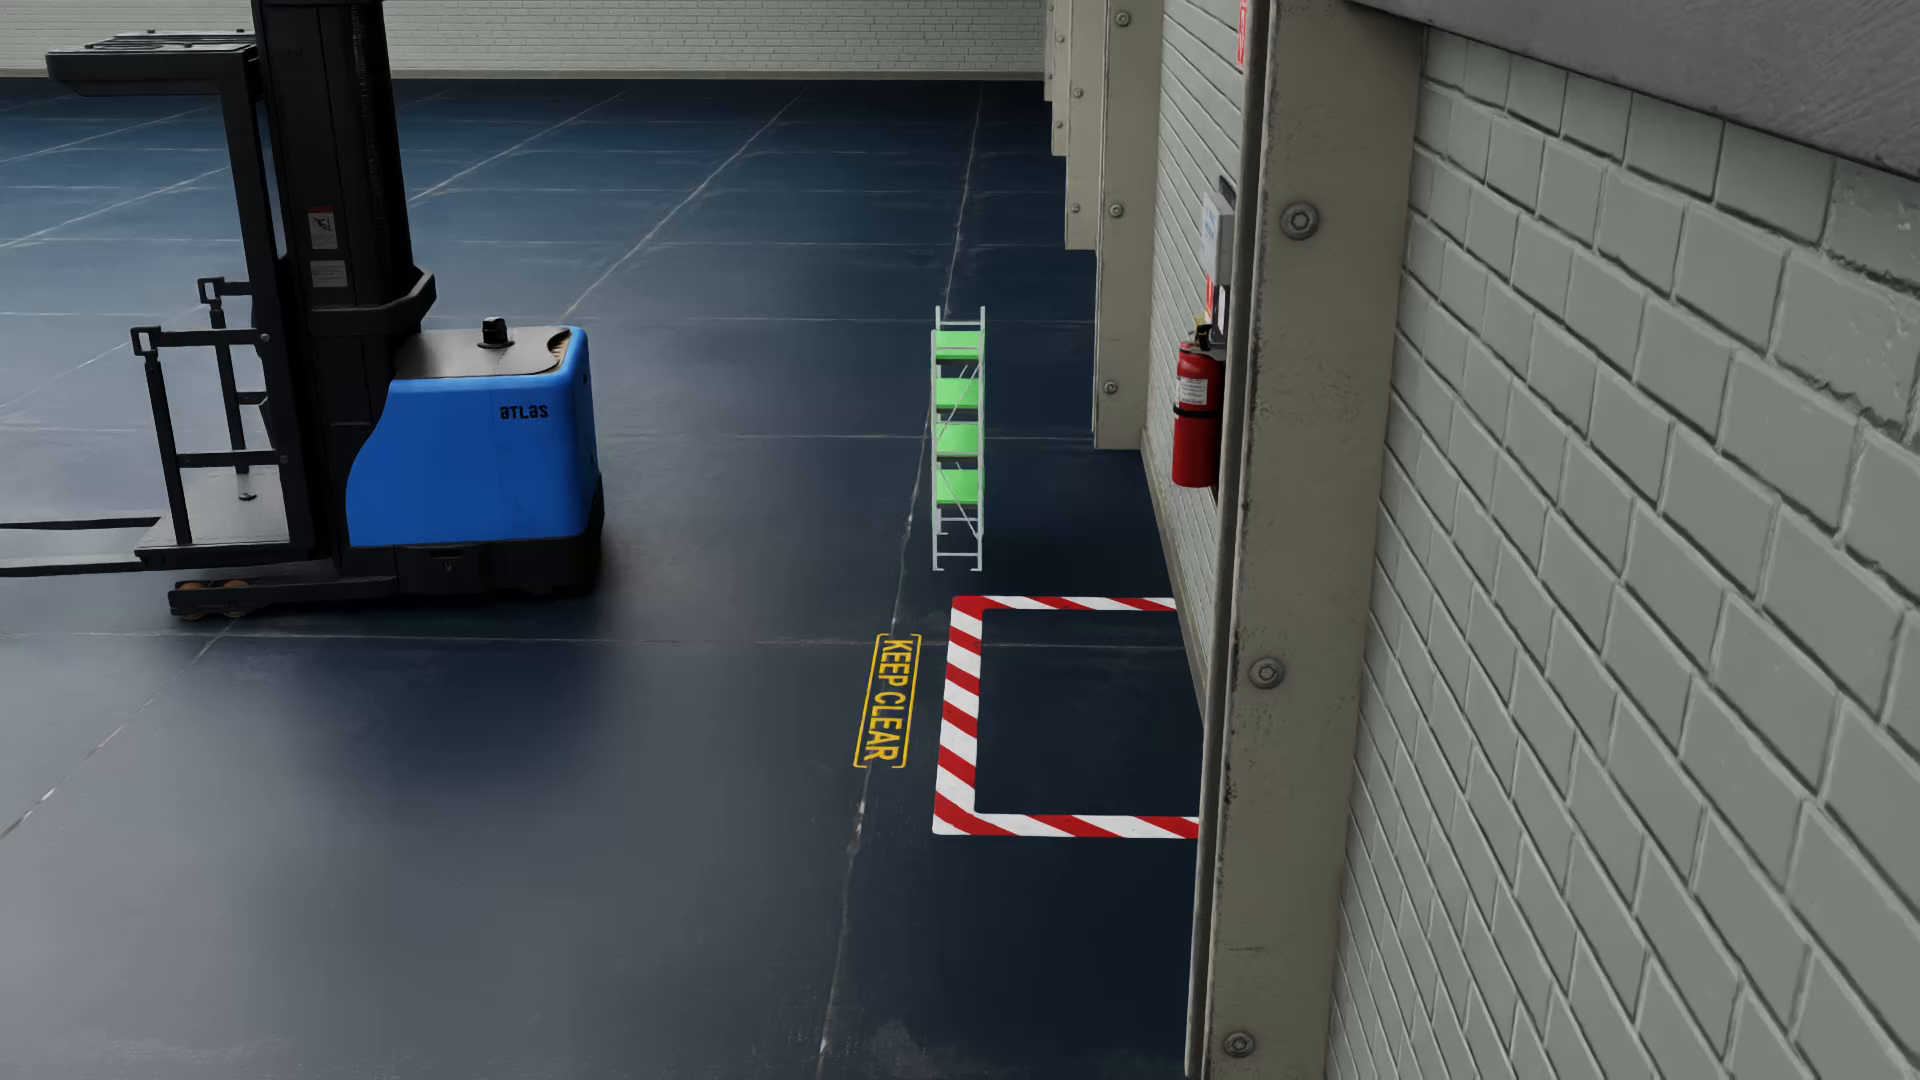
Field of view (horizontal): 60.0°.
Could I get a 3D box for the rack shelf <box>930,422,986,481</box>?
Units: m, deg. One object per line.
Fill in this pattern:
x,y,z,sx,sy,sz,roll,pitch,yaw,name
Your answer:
-0.005,-0.440,8.181,0.258,0.148,0.480,1,21,2,rack shelf

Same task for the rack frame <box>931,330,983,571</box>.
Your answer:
-0.012,-0.411,7.930,0.240,1.200,0.015,1,21,2,rack frame

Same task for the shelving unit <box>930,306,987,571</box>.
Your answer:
-0.005,-0.500,8.158,0.258,1.200,0.503,1,21,2,shelving unit

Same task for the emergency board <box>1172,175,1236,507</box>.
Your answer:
0.896,-0.735,6.276,0.194,1.169,0.643,1,21,2,emergency board

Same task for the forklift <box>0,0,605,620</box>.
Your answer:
-3.298,-1.206,7.585,3.031,2.935,1.130,-3,21,-7,forklift

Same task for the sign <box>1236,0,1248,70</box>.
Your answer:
0.996,-1.817,5.862,0.001,0.298,0.199,1,21,2,sign

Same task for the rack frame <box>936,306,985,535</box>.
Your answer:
0.002,-0.588,8.385,0.240,1.200,0.015,1,21,2,rack frame

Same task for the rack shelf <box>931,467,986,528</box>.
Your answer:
-0.005,-0.216,8.268,0.258,0.148,0.480,1,21,2,rack shelf

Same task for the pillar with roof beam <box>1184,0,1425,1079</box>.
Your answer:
-3.520,-2.686,3.011,9.100,9.000,0.400,1,21,2,pillar with roof beam

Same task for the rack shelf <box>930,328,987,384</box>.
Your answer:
-0.005,-0.887,8.007,0.258,0.148,0.480,1,21,2,rack shelf

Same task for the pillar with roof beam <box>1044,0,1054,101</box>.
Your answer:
-2.790,-11.364,25.376,9.100,9.000,0.400,1,21,2,pillar with roof beam

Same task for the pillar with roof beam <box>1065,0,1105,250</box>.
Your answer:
-3.155,-7.025,14.194,9.100,9.000,0.400,1,21,2,pillar with roof beam

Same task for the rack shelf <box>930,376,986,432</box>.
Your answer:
-0.005,-0.664,8.094,0.258,0.148,0.480,1,21,2,rack shelf

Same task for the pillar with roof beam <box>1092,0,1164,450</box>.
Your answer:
-3.338,-4.855,8.602,9.100,9.000,0.400,1,21,2,pillar with roof beam

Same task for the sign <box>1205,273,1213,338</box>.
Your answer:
1.016,-0.950,6.782,0.001,0.329,0.234,1,21,2,sign

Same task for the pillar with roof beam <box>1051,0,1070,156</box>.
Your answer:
-2.973,-9.194,19.785,9.100,9.000,0.400,1,21,2,pillar with roof beam
